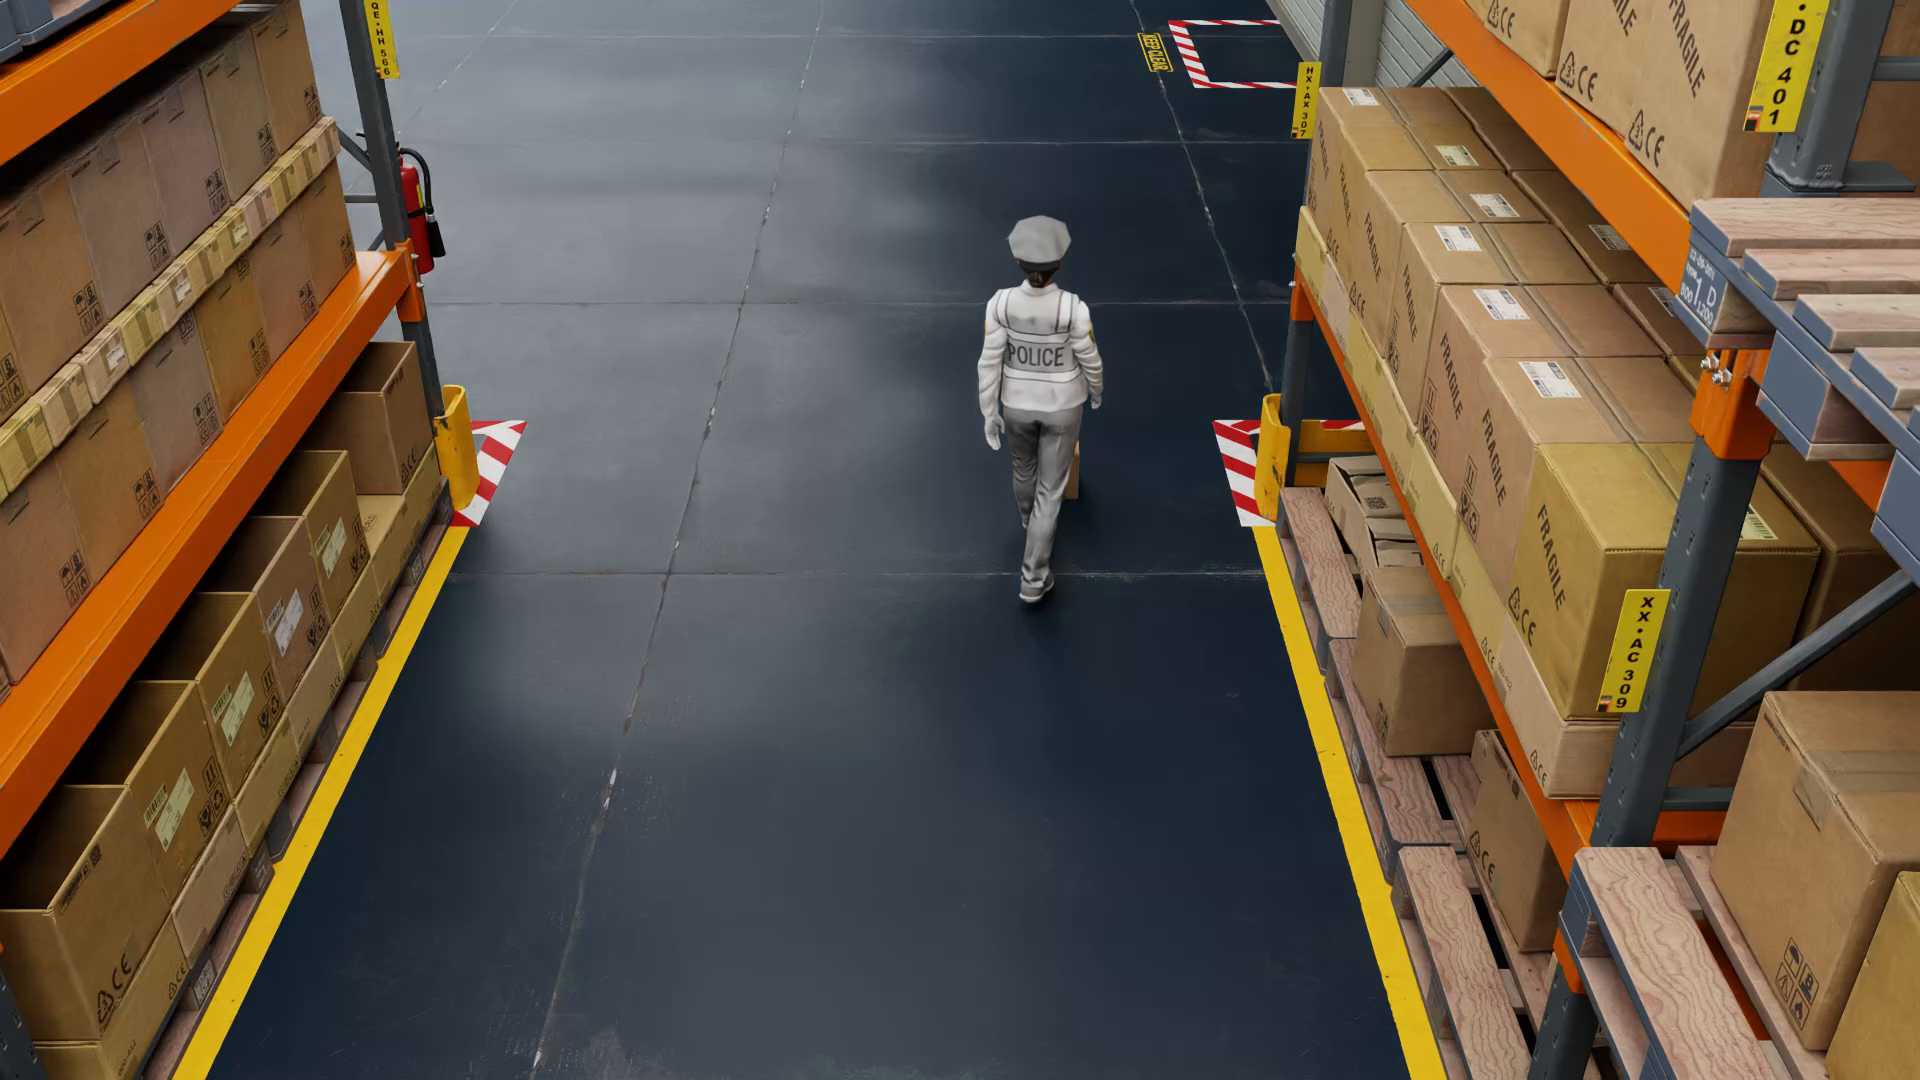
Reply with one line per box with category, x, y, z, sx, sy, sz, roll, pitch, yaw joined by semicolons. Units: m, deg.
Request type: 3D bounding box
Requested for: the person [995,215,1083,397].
person;0.324;-0.916;6.797;0.362;0.831;0.349;11;33;17
